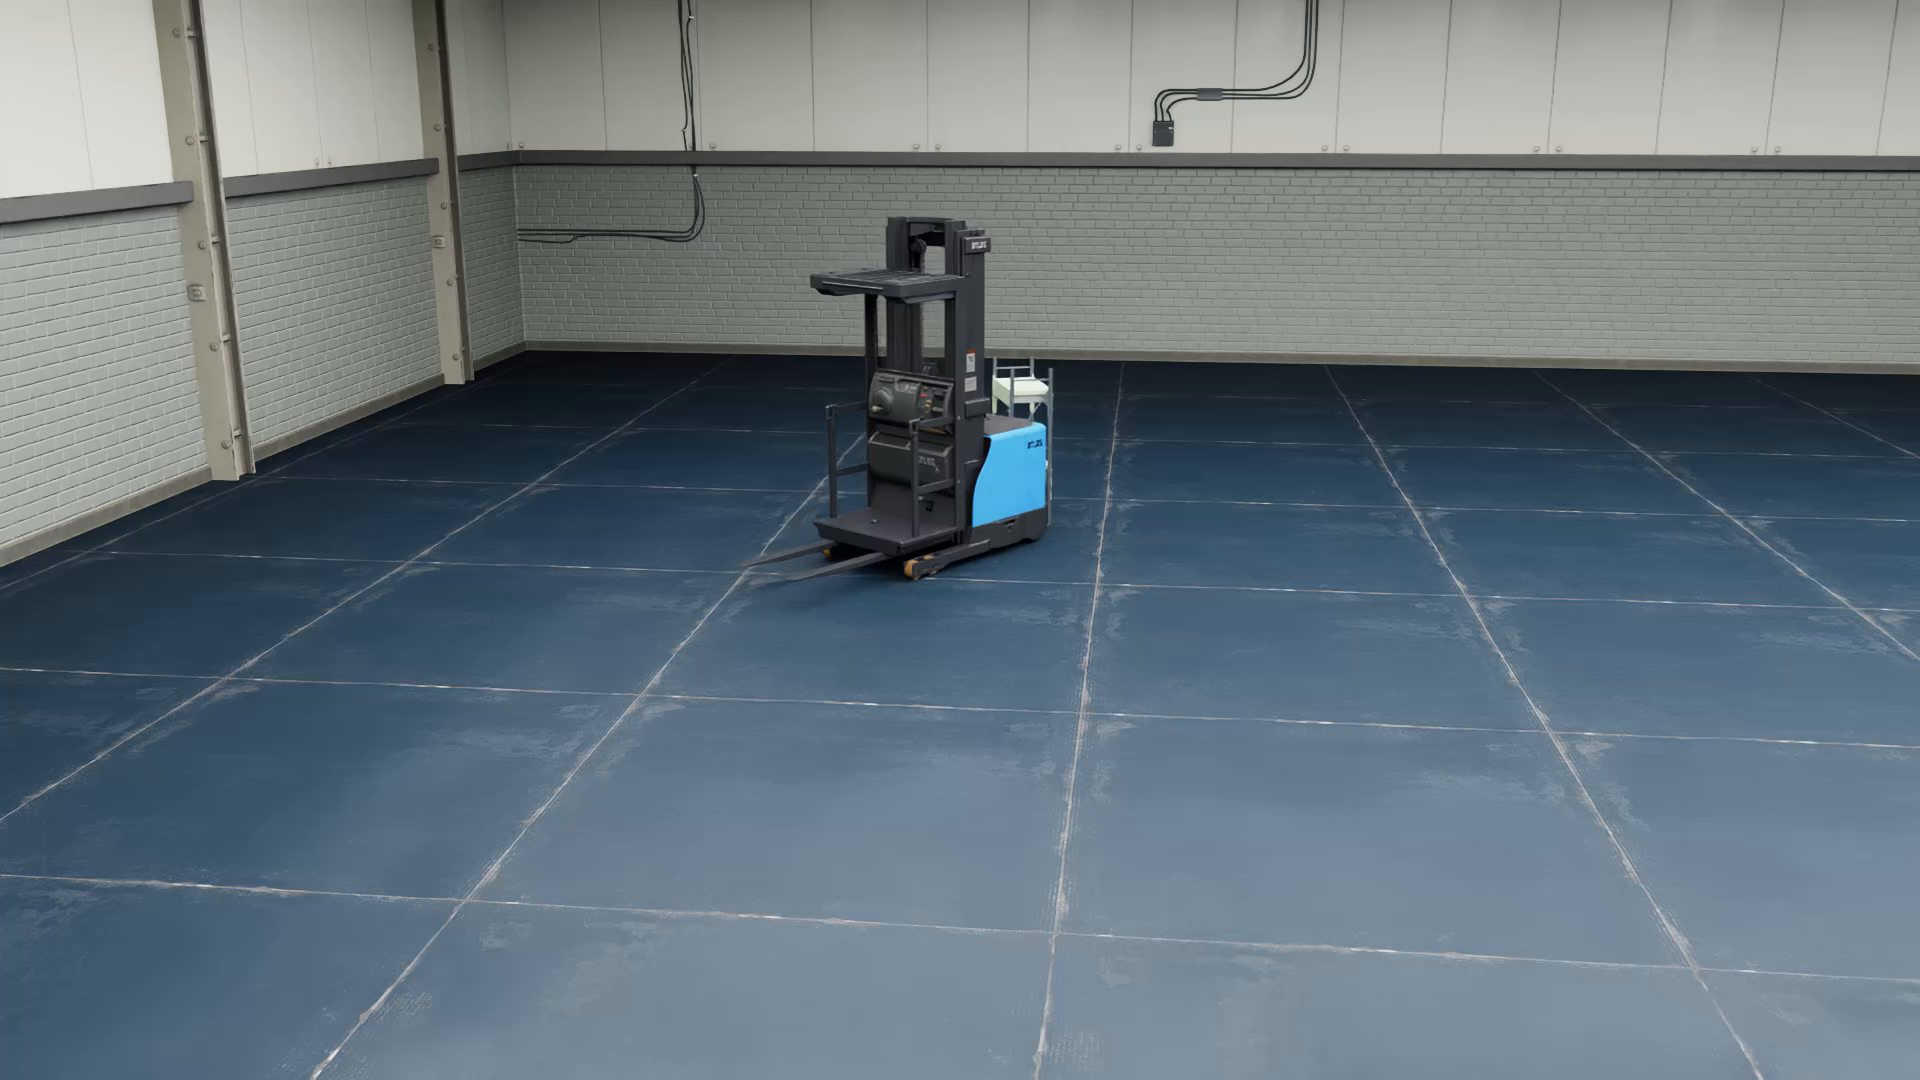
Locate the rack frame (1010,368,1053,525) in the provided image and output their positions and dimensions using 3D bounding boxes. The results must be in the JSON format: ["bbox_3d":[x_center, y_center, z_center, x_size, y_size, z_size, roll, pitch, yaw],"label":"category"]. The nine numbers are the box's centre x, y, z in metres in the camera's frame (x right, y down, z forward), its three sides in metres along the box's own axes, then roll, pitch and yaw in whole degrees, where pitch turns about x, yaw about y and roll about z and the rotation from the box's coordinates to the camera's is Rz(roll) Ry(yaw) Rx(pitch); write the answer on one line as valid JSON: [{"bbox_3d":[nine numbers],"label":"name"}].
[{"bbox_3d":[0.660,-0.857,15.544,0.400,1.500,0.023,-3,15,-11],"label":"rack frame"}]

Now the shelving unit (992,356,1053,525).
[{"bbox_3d":[0.588,-0.950,15.891,0.431,1.500,0.755,-3,15,-11],"label":"shelving unit"}]

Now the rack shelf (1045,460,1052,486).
[{"bbox_3d":[0.588,-0.635,15.976,0.431,0.370,0.720,-3,15,-11],"label":"rack shelf"}]

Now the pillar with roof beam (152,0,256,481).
[{"bbox_3d":[-3.499,-4.902,16.140,9.100,9.000,0.400,2,15,6],"label":"pillar with roof beam"}]

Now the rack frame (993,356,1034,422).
[{"bbox_3d":[0.515,-1.044,16.237,0.400,1.500,0.023,-3,15,-11],"label":"rack frame"}]

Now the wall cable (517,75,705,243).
[{"bbox_3d":[-5.454,-5.811,25.451,3.097,2.526,0.112,2,15,6],"label":"wall cable"}]

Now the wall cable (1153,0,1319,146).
[{"bbox_3d":[3.977,-8.668,23.552,2.305,6.003,0.169,2,15,6],"label":"wall cable"}]

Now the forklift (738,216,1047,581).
[{"bbox_3d":[-0.567,-1.230,14.184,1.130,2.935,3.031,13,20,40],"label":"forklift"}]

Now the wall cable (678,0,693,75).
[{"bbox_3d":[-2.766,-8.170,24.497,3.097,2.526,0.112,2,15,6],"label":"wall cable"}]

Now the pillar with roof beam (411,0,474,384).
[{"bbox_3d":[-2.822,-6.458,21.895,9.100,9.000,0.400,2,15,6],"label":"pillar with roof beam"}]

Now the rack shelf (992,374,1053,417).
[{"bbox_3d":[0.588,-1.327,15.789,0.431,0.370,0.720,-3,15,-11],"label":"rack shelf"}]
